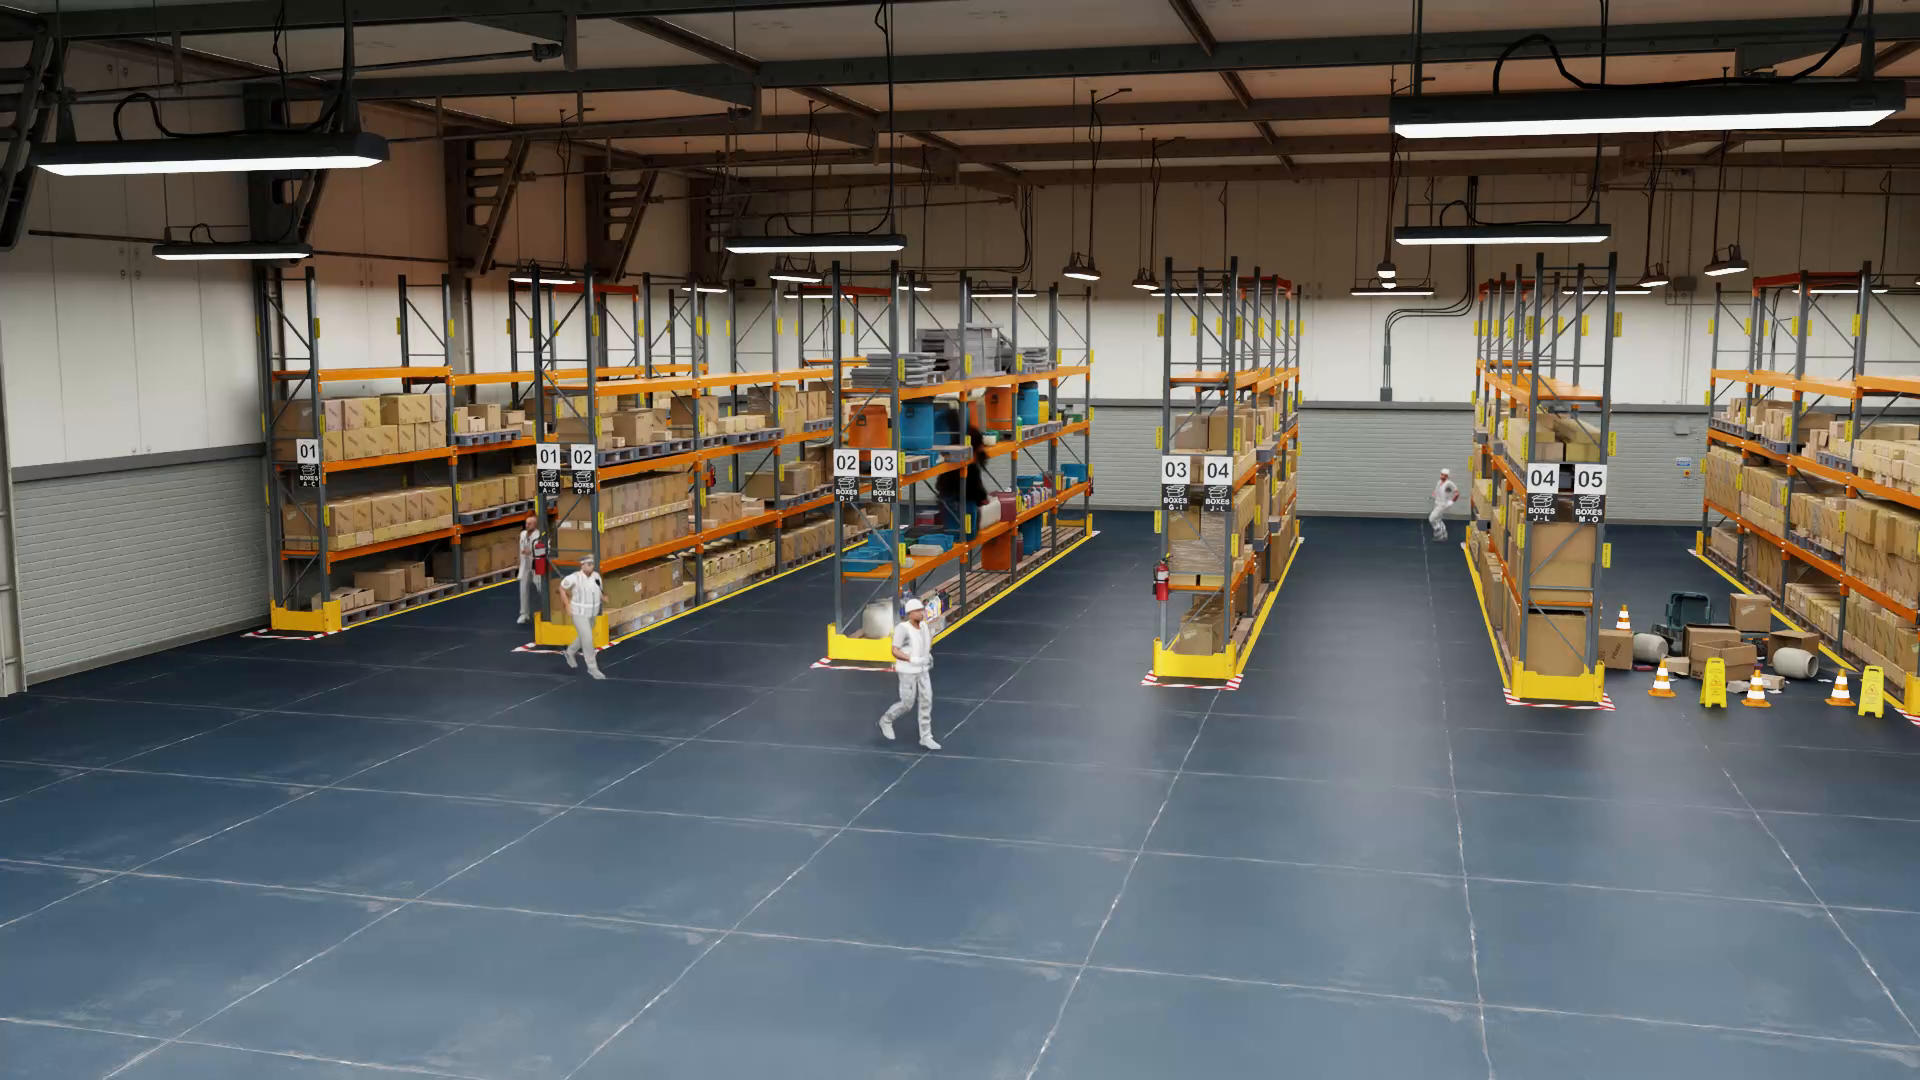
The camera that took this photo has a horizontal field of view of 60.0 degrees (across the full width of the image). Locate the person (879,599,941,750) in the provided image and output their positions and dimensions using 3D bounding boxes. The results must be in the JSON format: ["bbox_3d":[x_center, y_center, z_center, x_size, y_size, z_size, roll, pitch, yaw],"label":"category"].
[{"bbox_3d":[-0.583,1.591,19.995,0.863,1.794,0.707,6,9,38],"label":"person"}]

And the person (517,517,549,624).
[{"bbox_3d":[-7.287,0.480,28.441,0.703,1.770,1.066,2,8,16],"label":"person"}]

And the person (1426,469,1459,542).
[{"bbox_3d":[11.276,-0.801,38.950,0.641,1.756,0.718,-2,7,-13],"label":"person"}]

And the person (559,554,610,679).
[{"bbox_3d":[-5.471,1.076,24.136,0.986,1.789,0.613,5,9,35],"label":"person"}]
